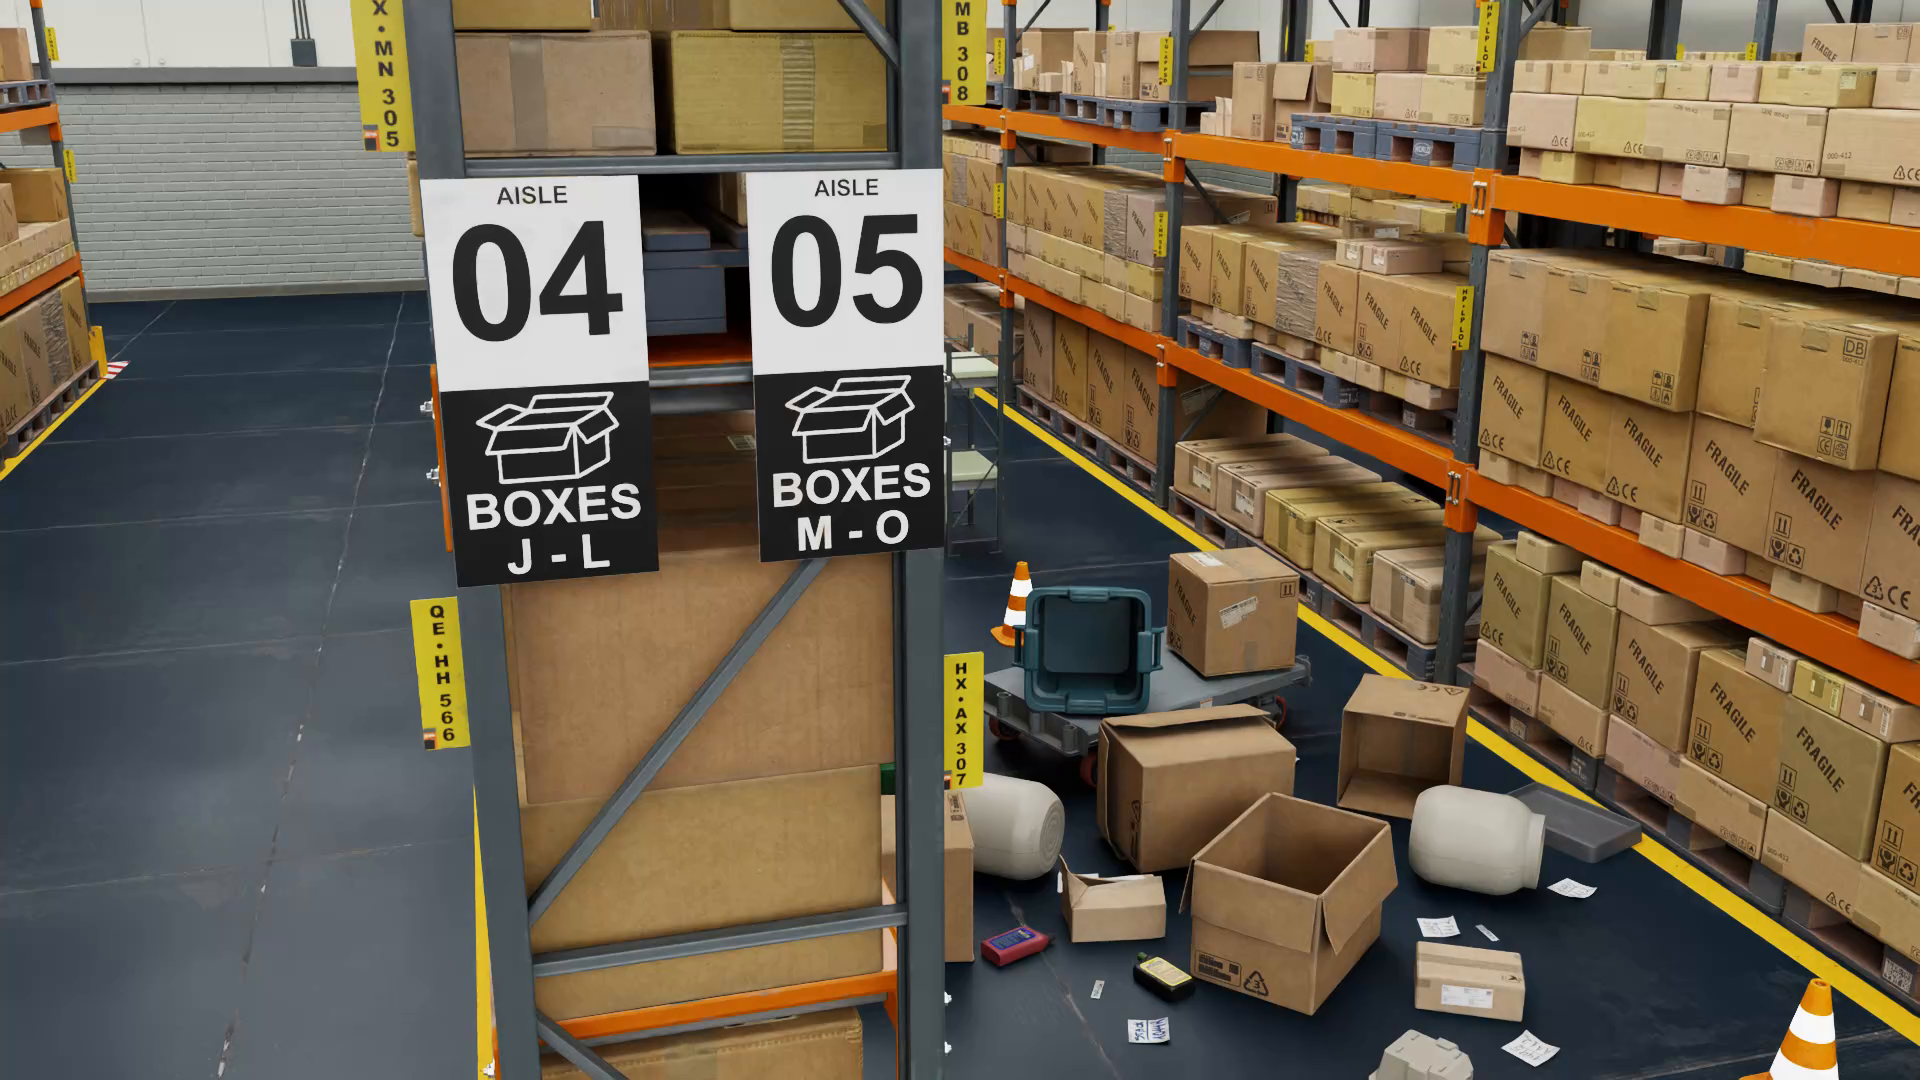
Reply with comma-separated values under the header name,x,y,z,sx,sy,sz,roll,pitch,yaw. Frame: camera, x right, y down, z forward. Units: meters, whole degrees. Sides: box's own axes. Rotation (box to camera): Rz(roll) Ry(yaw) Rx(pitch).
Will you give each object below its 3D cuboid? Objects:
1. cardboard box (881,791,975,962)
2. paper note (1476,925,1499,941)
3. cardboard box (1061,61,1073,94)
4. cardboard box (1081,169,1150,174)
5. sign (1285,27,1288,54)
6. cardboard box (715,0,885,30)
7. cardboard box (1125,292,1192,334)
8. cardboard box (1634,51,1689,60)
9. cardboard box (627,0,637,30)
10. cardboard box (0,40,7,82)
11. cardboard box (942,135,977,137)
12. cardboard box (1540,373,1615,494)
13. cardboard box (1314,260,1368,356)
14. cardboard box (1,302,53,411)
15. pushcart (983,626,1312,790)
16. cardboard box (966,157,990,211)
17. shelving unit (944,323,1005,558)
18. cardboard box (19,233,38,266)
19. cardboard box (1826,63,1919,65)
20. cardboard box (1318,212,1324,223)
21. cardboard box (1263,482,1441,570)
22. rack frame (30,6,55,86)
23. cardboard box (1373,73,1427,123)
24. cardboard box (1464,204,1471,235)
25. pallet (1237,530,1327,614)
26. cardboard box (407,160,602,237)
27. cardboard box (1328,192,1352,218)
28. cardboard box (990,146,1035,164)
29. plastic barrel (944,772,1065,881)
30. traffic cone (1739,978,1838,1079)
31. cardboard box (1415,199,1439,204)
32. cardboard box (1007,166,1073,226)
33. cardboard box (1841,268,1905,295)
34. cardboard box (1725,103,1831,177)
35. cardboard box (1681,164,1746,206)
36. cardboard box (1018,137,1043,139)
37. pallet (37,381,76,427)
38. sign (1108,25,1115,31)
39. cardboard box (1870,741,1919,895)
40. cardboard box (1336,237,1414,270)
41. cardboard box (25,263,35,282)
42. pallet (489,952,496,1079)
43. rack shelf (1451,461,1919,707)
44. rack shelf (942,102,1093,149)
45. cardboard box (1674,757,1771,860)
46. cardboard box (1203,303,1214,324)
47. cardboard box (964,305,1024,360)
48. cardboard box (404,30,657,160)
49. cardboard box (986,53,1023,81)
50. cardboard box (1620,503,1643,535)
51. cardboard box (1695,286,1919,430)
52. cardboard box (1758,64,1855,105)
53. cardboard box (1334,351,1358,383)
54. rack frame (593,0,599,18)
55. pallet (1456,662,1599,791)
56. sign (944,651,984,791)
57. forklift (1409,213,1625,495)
name,x,y,z,sx,sy,sz,roll,pitch,yaw
cardboard box,-0.217,1.341,6.614,0.500,0.500,0.500,-2,17,-6
paper note,2.118,1.578,6.680,0.032,0.001,0.123,-5,17,-15
cardboard box,1.068,-3.876,13.930,0.396,0.266,0.258,-3,17,-11
cardboard box,1.416,-3.116,15.199,0.500,0.500,0.500,-4,17,-14
sign,4.053,-6.148,20.470,0.100,0.325,0.005,-5,17,-15
cardboard box,-0.317,-1.161,3.537,0.380,0.149,0.250,-5,17,-15
cardboard box,1.613,-1.776,12.913,0.500,0.250,0.500,-5,18,-17
cardboard box,6.109,-4.182,14.496,0.380,0.149,0.250,-5,17,-16
cardboard box,-0.877,-1.725,5.414,0.380,0.149,0.250,-5,17,-16
cardboard box,-9.492,-4.587,15.717,0.700,0.500,0.500,-5,18,-17
cardboard box,-0.023,-4.299,18.011,0.380,0.149,0.250,-5,17,-15
cardboard box,3.114,-0.532,7.819,0.500,0.500,0.500,-5,17,-15
cardboard box,2.480,-1.404,9.991,0.500,0.500,0.500,-4,17,-13
cardboard box,-8.978,-1.673,15.272,0.875,0.875,0.875,-5,17,-15
pushcart,0.923,0.827,8.542,1.648,0.377,0.936,-12,20,-34
cardboard box,0.376,-3.612,16.850,0.500,0.500,0.500,-5,17,-16
shelving unit,0.002,-0.716,11.730,0.431,1.500,0.755,-5,17,-15
cardboard box,-8.911,-2.691,15.440,0.500,0.250,0.500,-5,17,-15
cardboard box,3.819,-1.897,6.889,0.380,0.149,0.250,-4,17,-15
cardboard box,4.621,-3.966,20.377,0.380,0.149,0.250,-5,17,-16
cardboard box,2.561,-0.101,10.911,0.950,0.372,0.625,-4,17,-13
rack frame,-9.725,-6.032,16.389,1.000,3.000,0.127,-5,17,-15
cardboard box,2.667,-2.479,9.307,0.500,0.250,0.500,-4,17,-15
cardboard box,5.592,-3.326,16.908,0.700,0.500,0.500,-4,17,-14
pallet,2.547,0.160,11.054,1.003,0.211,1.213,-5,17,-15
cardboard box,-0.948,-0.727,3.478,0.380,0.149,0.250,-5,17,-15
cardboard box,4.722,-3.980,19.731,0.500,0.250,0.500,-5,17,-16
cardboard box,0.512,-3.733,16.126,0.380,0.149,0.250,-5,17,-16
plastic barrel,0.156,1.223,7.144,0.512,0.421,0.421,7,18,23
traffic cone,2.842,1.682,5.548,0.336,0.463,0.334,-5,17,-15
cardboard box,5.513,-3.739,18.929,0.500,0.250,0.500,-4,17,-14
cardboard box,0.747,-3.218,15.538,0.500,0.500,0.500,-4,17,-15
cardboard box,6.923,-1.863,12.332,0.500,0.250,0.500,-5,17,-17
cardboard box,3.375,-1.565,6.479,0.500,0.250,0.500,-5,17,-15
cardboard box,3.221,-1.470,6.853,0.380,0.149,0.250,-5,17,-16
cardboard box,0.665,-4.203,17.692,0.380,0.149,0.250,-5,17,-15
pallet,-9.098,-1.271,15.816,1.003,0.211,1.213,-5,17,-15
sign,1.422,-4.716,15.778,0.100,0.325,0.005,-5,17,-15
cardboard box,3.729,1.040,6.023,0.500,0.500,0.500,-5,17,-15
cardboard box,2.457,-1.698,9.843,0.380,0.149,0.250,-5,18,-18
cardboard box,-8.817,-2.471,15.400,0.380,0.149,0.250,-5,17,-17
pallet,-1.158,1.687,5.969,1.003,0.211,1.213,-5,17,-15
rack shelf,3.651,0.275,7.072,1.077,0.370,4.000,-5,17,-15
rack shelf,0.353,-4.481,17.691,1.077,0.370,4.000,-5,17,-15
cardboard box,3.436,1.109,7.095,0.500,0.250,0.500,-5,18,-17
cardboard box,1.958,-1.624,11.852,0.380,0.149,0.250,-6,18,-19
cardboard box,0.587,-2.239,17.916,0.875,0.438,0.875,-5,17,-17
cardboard box,-0.934,-0.966,3.581,0.500,0.250,0.500,-4,17,-15
cardboard box,0.419,-4.608,16.194,0.396,0.266,0.258,-4,17,-13
cardboard box,3.239,-0.110,7.542,0.380,0.149,0.250,-5,17,-16
cardboard box,3.476,-0.732,6.745,0.700,0.500,0.500,-5,17,-16
cardboard box,3.381,-1.784,6.515,0.380,0.149,0.250,-4,17,-14
cardboard box,2.460,-1.037,9.896,0.380,0.149,0.250,-5,17,-15
rack frame,-2.730,-4.183,10.235,1.000,3.000,0.127,-5,17,-15
pallet,3.320,0.896,8.603,1.003,0.211,1.213,-5,17,-15
sign,0.004,0.408,3.736,0.100,0.325,0.005,-5,17,-15
forklift,5.166,-1.859,13.047,3.031,2.935,1.130,-1,17,-4
